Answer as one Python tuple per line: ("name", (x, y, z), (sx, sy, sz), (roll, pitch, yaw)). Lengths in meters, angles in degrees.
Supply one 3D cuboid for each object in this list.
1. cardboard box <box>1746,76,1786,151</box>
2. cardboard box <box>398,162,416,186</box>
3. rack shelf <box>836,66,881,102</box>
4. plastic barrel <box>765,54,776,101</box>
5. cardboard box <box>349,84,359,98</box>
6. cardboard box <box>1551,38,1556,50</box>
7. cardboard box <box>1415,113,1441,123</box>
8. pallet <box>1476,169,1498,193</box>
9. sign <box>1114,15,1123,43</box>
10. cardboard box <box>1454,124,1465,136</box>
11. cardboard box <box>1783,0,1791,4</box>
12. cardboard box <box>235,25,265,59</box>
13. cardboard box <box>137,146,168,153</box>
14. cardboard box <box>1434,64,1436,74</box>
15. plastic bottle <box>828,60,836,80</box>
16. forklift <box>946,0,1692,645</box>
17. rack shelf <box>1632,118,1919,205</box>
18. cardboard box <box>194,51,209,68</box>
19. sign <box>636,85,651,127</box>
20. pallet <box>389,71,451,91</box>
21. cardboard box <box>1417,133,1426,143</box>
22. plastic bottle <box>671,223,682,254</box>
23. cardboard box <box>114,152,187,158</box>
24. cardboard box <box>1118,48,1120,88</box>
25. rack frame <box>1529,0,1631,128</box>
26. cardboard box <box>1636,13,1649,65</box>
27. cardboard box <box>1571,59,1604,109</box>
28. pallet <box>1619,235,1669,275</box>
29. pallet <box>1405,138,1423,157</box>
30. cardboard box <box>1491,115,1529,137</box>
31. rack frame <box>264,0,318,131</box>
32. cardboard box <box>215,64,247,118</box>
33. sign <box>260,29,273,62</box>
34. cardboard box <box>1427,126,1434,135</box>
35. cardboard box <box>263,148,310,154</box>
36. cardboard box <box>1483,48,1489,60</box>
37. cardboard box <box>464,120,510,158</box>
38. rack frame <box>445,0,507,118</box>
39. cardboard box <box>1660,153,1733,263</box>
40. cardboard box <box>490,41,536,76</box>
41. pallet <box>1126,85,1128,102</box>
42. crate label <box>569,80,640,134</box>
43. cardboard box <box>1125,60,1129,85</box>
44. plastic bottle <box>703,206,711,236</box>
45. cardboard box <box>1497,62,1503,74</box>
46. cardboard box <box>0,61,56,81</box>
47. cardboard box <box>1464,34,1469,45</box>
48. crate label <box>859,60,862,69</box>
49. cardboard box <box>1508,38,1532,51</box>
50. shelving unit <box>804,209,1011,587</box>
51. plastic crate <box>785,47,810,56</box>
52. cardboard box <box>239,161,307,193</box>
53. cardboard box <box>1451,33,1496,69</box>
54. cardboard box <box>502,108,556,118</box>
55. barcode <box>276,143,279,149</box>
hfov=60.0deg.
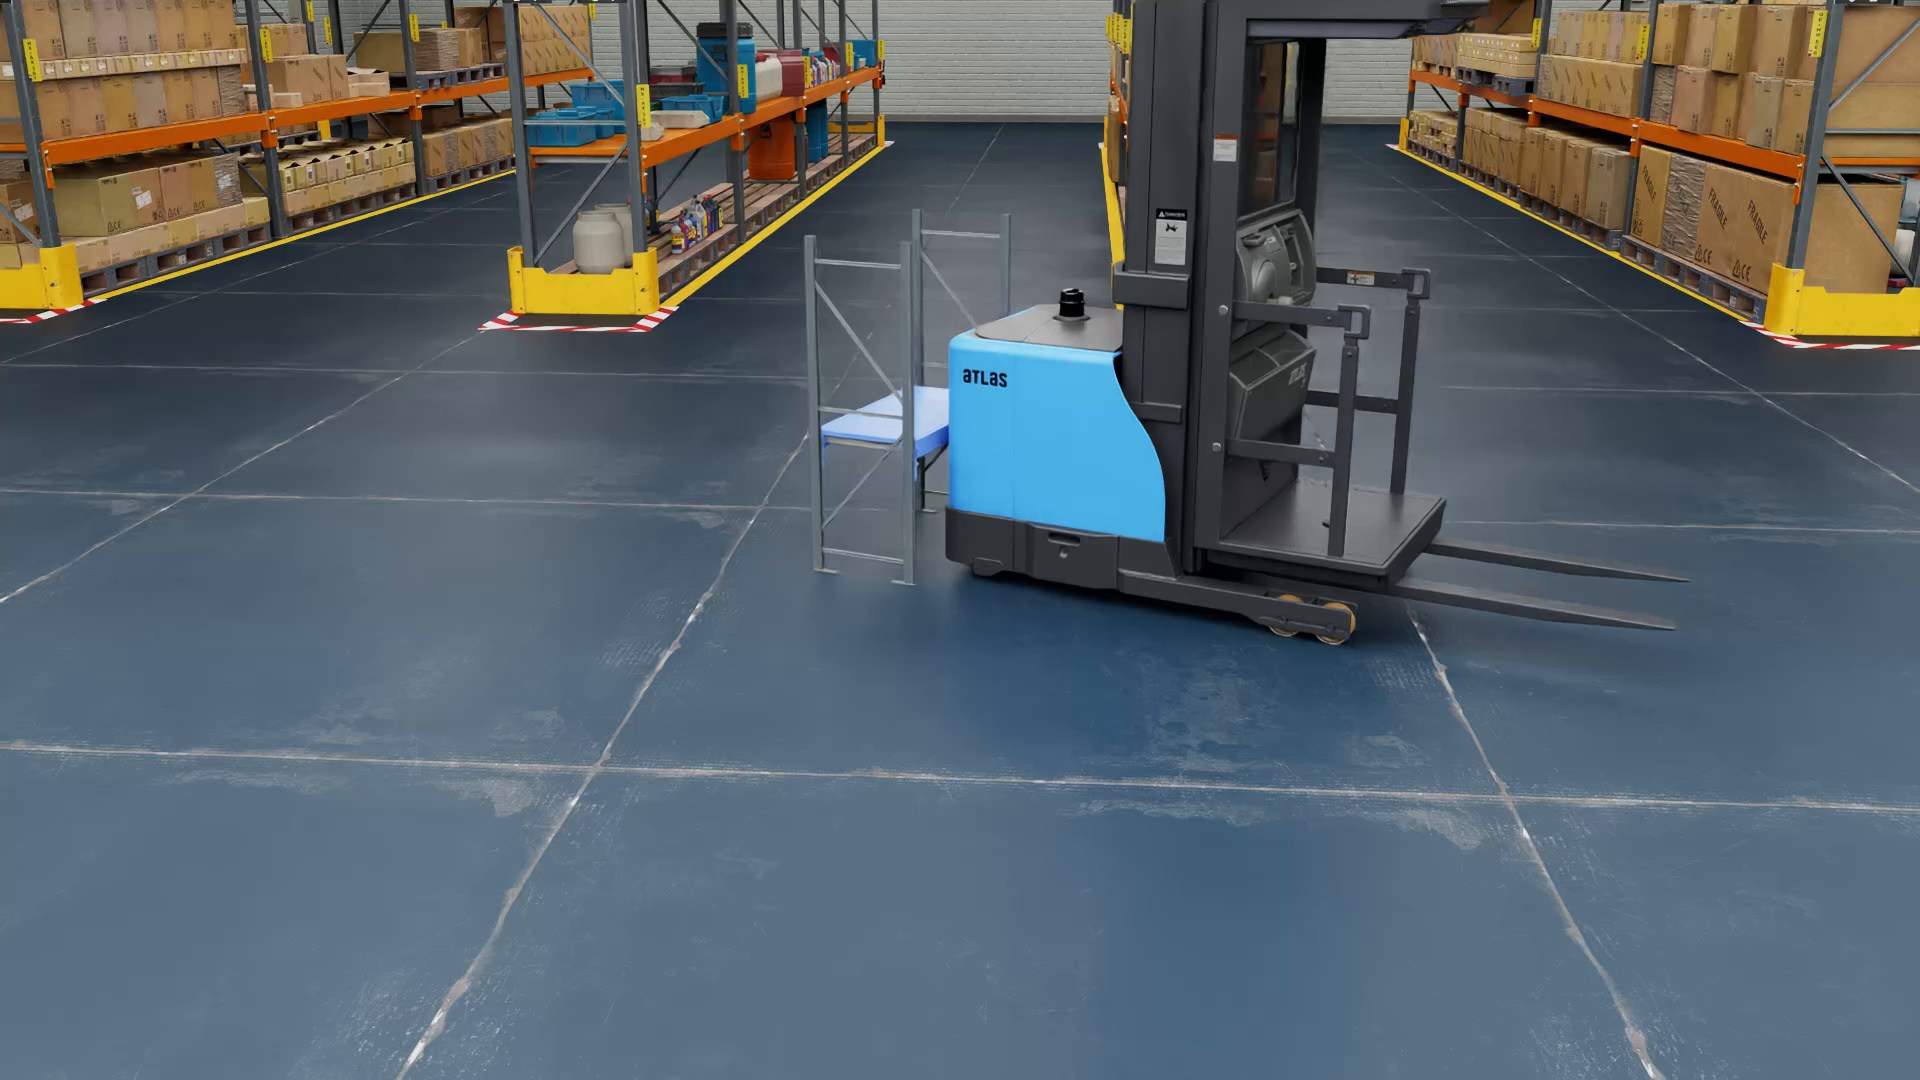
("cardboard box", (6.844, -3.399, 13.238), (0.875, 0.550, 0.550), (1, 18, 4))
("cardboard box", (-7.196, -4.613, 20.926), (0.500, 0.250, 0.500), (2, 18, 5))
("rack shelf", (-2.032, -7.299, 26.537), (1.077, 0.370, 4.000), (1, 18, 4))
("plastic barrel", (-2.353, -5.375, 19.331), (0.421, 0.512, 0.421), (0, 18, 0))
("cardboard box", (-7.437, -5.372, 19.905), (0.380, 0.149, 0.250), (3, 18, 8))
("cardboard box", (7.703, -6.269, 21.010), (0.380, 0.149, 0.250), (1, 18, 2))
("cardboard box", (7.570, -6.818, 26.862), (0.380, 0.149, 0.250), (1, 18, 4))
("pallet", (7.566, -4.820, 22.294), (1.003, 0.211, 1.213), (1, 18, 4))
("sign", (1.925, -6.228, 20.255), (0.100, 0.325, 0.005), (1, 18, 4))
("cardboard box", (7.471, -6.011, 24.399), (0.380, 0.149, 0.250), (2, 18, 5))
("cardboard box", (12.509, -8.017, 24.765), (0.380, 0.149, 0.250), (1, 18, 3))
("cardboard box", (-11.901, -8.004, 27.052), (0.980, 0.700, 0.700), (0, 18, 1))
("cardboard box", (-12.034, -5.938, 24.006), (0.750, 0.750, 0.750), (2, 18, 6))
("cardboard box", (7.581, -7.311, 25.822), (0.380, 0.149, 0.250), (2, 18, 6))
("plastic bottle", (-1.881, -6.831, 24.153), (0.152, 0.276, 0.135), (1, 18, 4))
("forklift", (1.482, -1.163, 6.765), (3.031, 2.935, 1.130), (9, 20, 26))
("rack shelf", (6.988, -3.319, 14.391), (1.077, 0.370, 4.000), (1, 18, 4))
("cardboard box", (-7.548, -4.674, 16.167), (0.380, 0.149, 0.250), (1, 18, 4))
("sign", (-2.487, -3.411, 13.070), (0.100, 0.325, 0.005), (1, 18, 4))
("pallet", (-7.423, -6.010, 21.756), (1.213, 0.211, 1.003), (1, 18, 4))
("cardboard box", (7.559, -6.461, 26.728), (0.380, 0.149, 0.250), (2, 18, 5))
("plastic bottle", (-2.594, -2.761, 15.208), (0.097, 0.271, 0.097), (0, 18, 0))
("cardboard box", (-8.062, -3.604, 16.640), (0.500, 0.500, 0.500), (1, 18, 4))
("cardboard box", (2.342, -6.189, 21.834), (0.500, 0.500, 0.500), (1, 18, 2))
("rack frame", (7.419, -5.525, 19.966), (1.000, 3.000, 0.127), (1, 18, 4))
("cardboard box", (7.161, -4.959, 16.475), (0.700, 0.500, 0.500), (1, 18, 3))
("cardboard box", (7.009, -4.970, 18.112), (0.500, 0.500, 0.500), (1, 18, 3))
("pallet", (6.999, -2.723, 15.894), (1.003, 0.211, 1.213), (1, 18, 4))
("pallet", (7.893, -6.409, 27.144), (1.003, 0.211, 1.213), (1, 18, 4))
("cardboard box", (7.283, -5.426, 21.800), (0.500, 0.250, 0.500), (2, 18, 5))
("rack frame", (-11.770, -8.483, 28.995), (1.000, 3.000, 0.127), (1, 18, 4))
("cardboard box", (-7.714, -4.556, 16.851), (0.700, 0.500, 0.500), (1, 18, 2))
("sign", (-7.135, -5.084, 17.104), (0.100, 0.325, 0.005), (1, 18, 4))
("cardboard box", (7.642, -6.515, 26.415), (0.380, 0.149, 0.250), (0, 18, 1))
("cardboard box", (-7.837, -4.411, 19.409), (0.500, 0.311, 0.500), (1, 18, 3))
("cardboard box", (7.108, -6.391, 21.861), (0.380, 0.149, 0.250), (1, 18, 3))
("cardboard box", (-6.909, -5.840, 24.235), (0.500, 0.500, 0.500), (1, 18, 4))
("rack frame", (-7.115, -7.131, 24.870), (1.000, 3.000, 0.127), (1, 18, 4))
("cardboard box", (6.956, -2.998, 14.995), (0.875, 0.875, 0.875), (1, 18, 4))
("cardboard box", (-6.807, -7.331, 25.319), (0.500, 0.500, 0.500), (2, 18, 5))
("pallet", (2.377, -4.960, 18.551), (1.003, 0.211, 1.213), (1, 18, 4))
("crate label", (-3.173, -3.887, 14.912), (0.502, 0.435, 0.616), (1, 18, 4))
("cardboard box", (2.129, -5.280, 18.785), (0.500, 0.250, 0.500), (1, 18, 2))
("plastic bottle", (-2.491, -3.136, 16.331), (0.061, 0.283, 0.133), (3, 18, 8))
("cardboard box", (7.055, -6.003, 21.154), (0.380, 0.149, 0.250), (1, 18, 3))
("cardboard box", (-7.733, -3.877, 13.737), (0.380, 0.149, 0.250), (1, 18, 4))
("cardboard box", (7.204, -6.931, 23.032), (0.380, 0.149, 0.250), (2, 18, 5))
("crate label", (-1.797, -7.731, 27.027), (0.396, 0.136, 0.243), (1, 18, 4))
("cardboard box", (7.017, -6.128, 20.581), (0.380, 0.149, 0.250), (1, 18, 3))
("shelving unit", (-0.211, -0.687, 7.611), (0.538, 1.500, 1.048), (8, 20, 24))
("plastic crate", (-2.482, -7.193, 24.988), (0.392, 0.384, 0.575), (1, 18, 4))
("cardboard box", (-7.411, -3.929, 17.937), (0.500, 0.311, 0.500), (1, 18, 4))
("cardboard box", (7.458, -7.112, 24.174), (0.500, 0.500, 0.500), (1, 18, 4))
("cardboard box", (-6.986, -6.738, 26.971), (0.797, 0.503, 0.637), (1, 18, 4))
("barcode", (-7.255, -4.194, 17.672), (0.001, 0.075, 0.075), (1, 18, 4))
